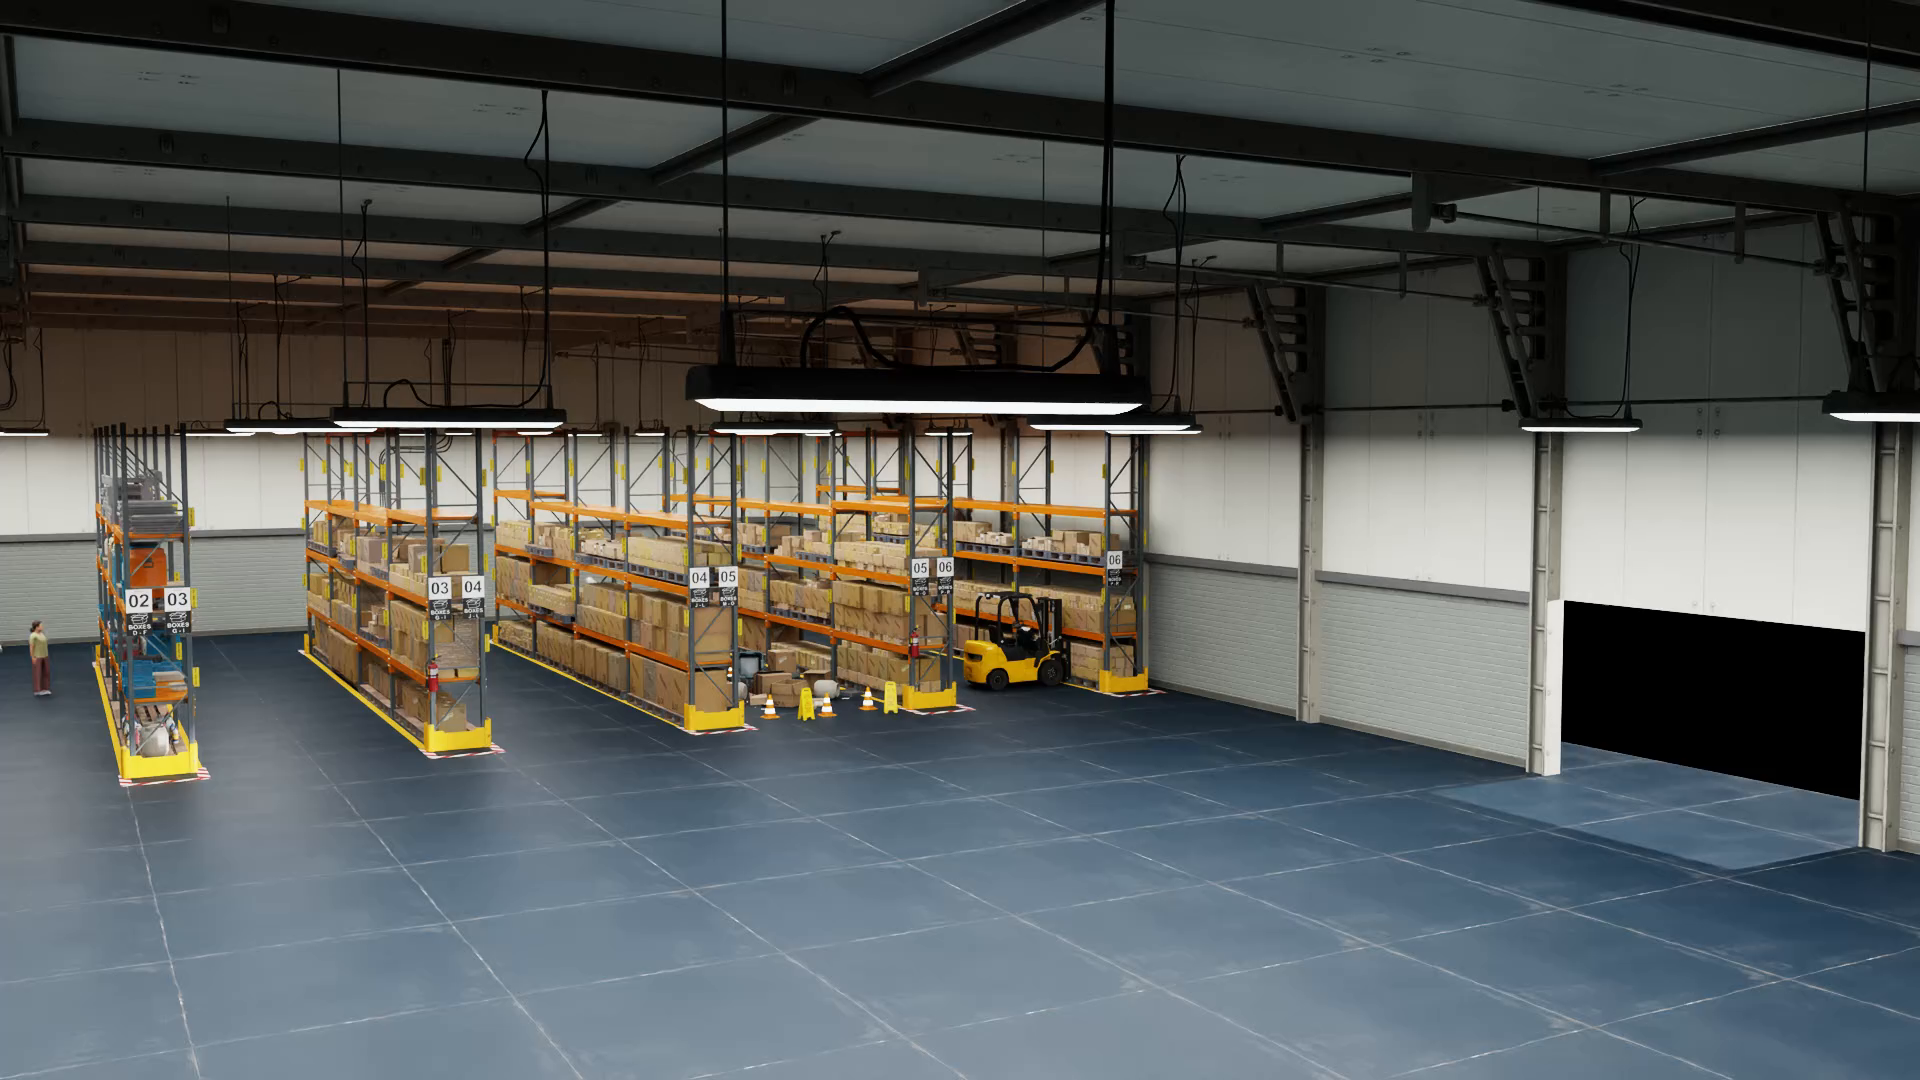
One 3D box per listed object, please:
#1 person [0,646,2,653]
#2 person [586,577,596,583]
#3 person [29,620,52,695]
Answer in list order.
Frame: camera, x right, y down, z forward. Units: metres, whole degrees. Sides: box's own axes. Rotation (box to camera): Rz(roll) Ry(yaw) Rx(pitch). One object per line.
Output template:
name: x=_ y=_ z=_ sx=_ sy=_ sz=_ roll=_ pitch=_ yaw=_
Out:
person: x=-22.750 y=2.499 z=38.781 sx=0.723 sy=1.738 sz=1.049 roll=-2 pitch=4 yaw=-32
person: x=-10.560 y=1.950 z=47.541 sx=0.596 sy=1.786 sz=0.363 roll=2 pitch=4 yaw=34
person: x=-20.611 y=2.656 z=37.273 sx=0.400 sy=1.684 sz=0.537 roll=1 pitch=4 yaw=19
